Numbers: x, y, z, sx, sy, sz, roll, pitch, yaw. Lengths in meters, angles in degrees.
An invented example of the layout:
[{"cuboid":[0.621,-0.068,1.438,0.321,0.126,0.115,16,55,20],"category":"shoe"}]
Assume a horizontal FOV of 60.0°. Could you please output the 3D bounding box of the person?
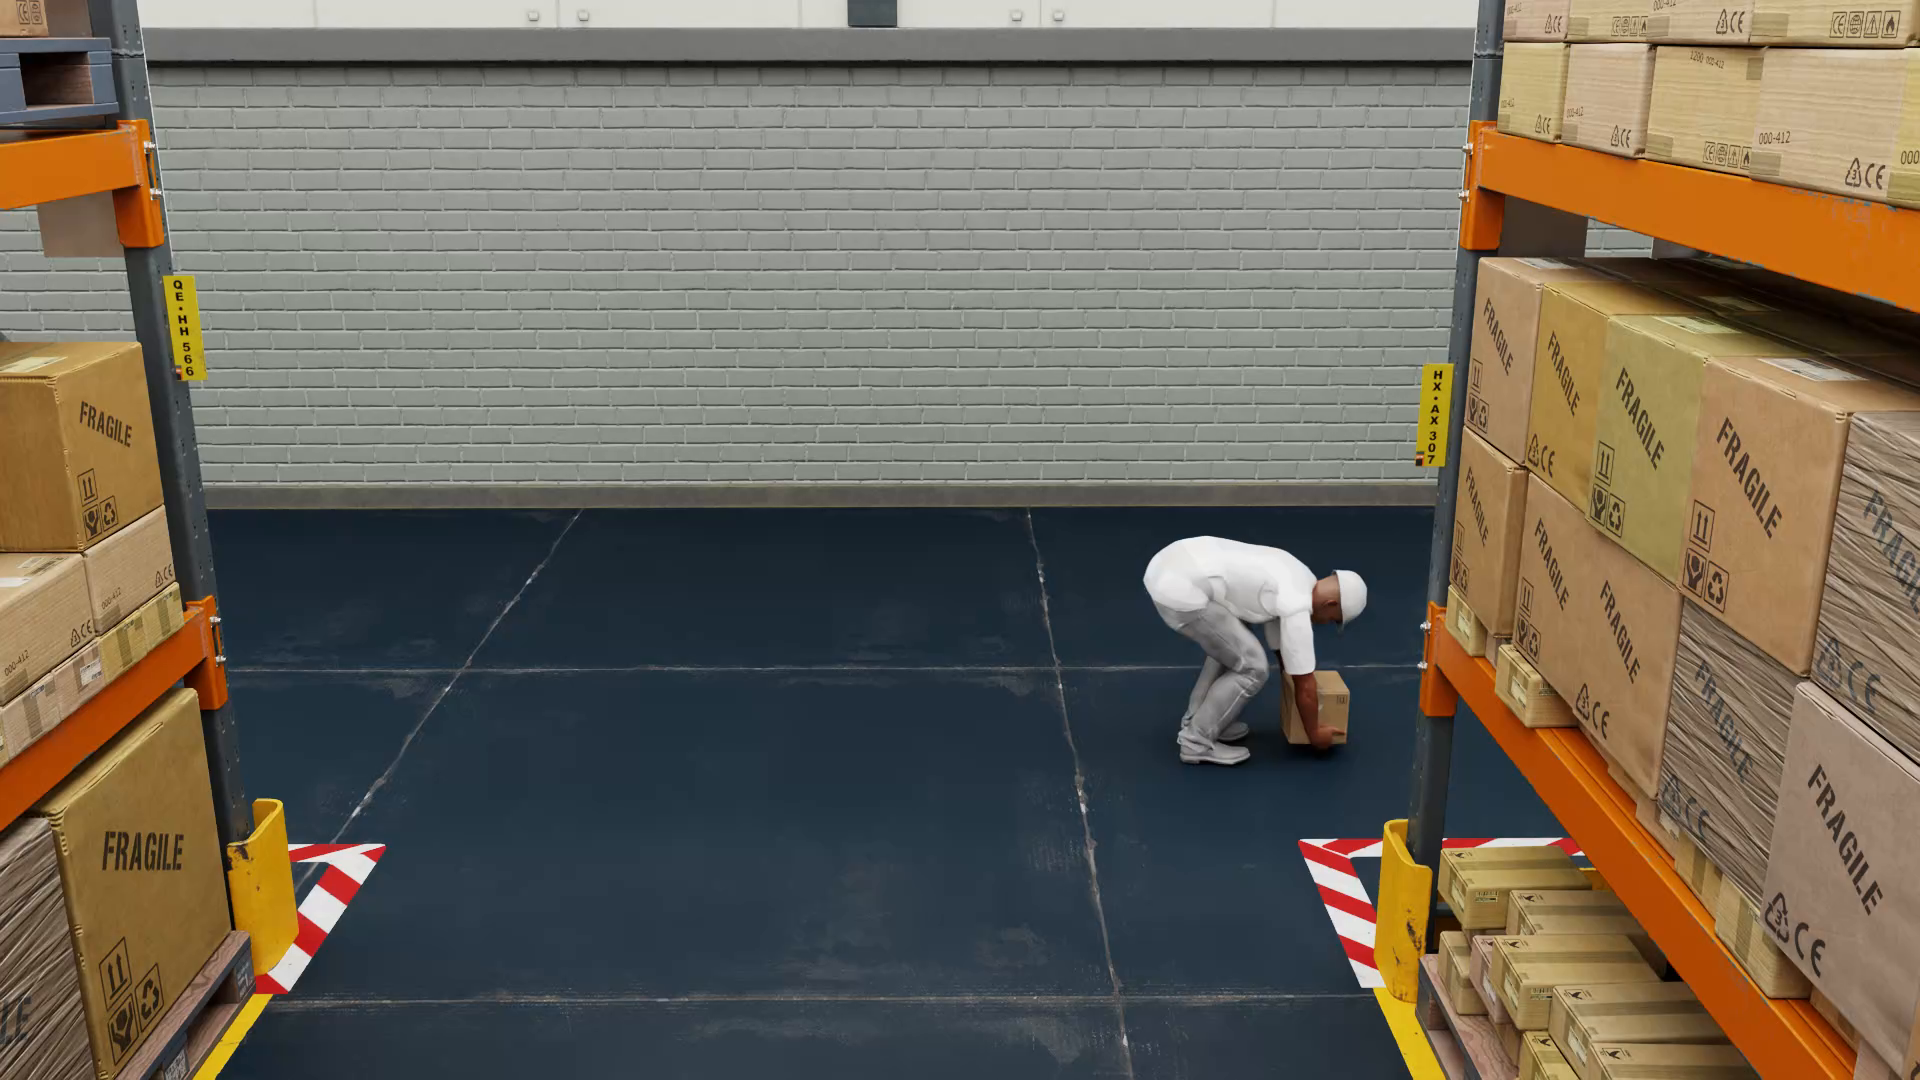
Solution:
[{"cuboid":[1.295,0.461,7.332,0.974,0.980,0.499,-1,17,-3],"category":"person"}]
